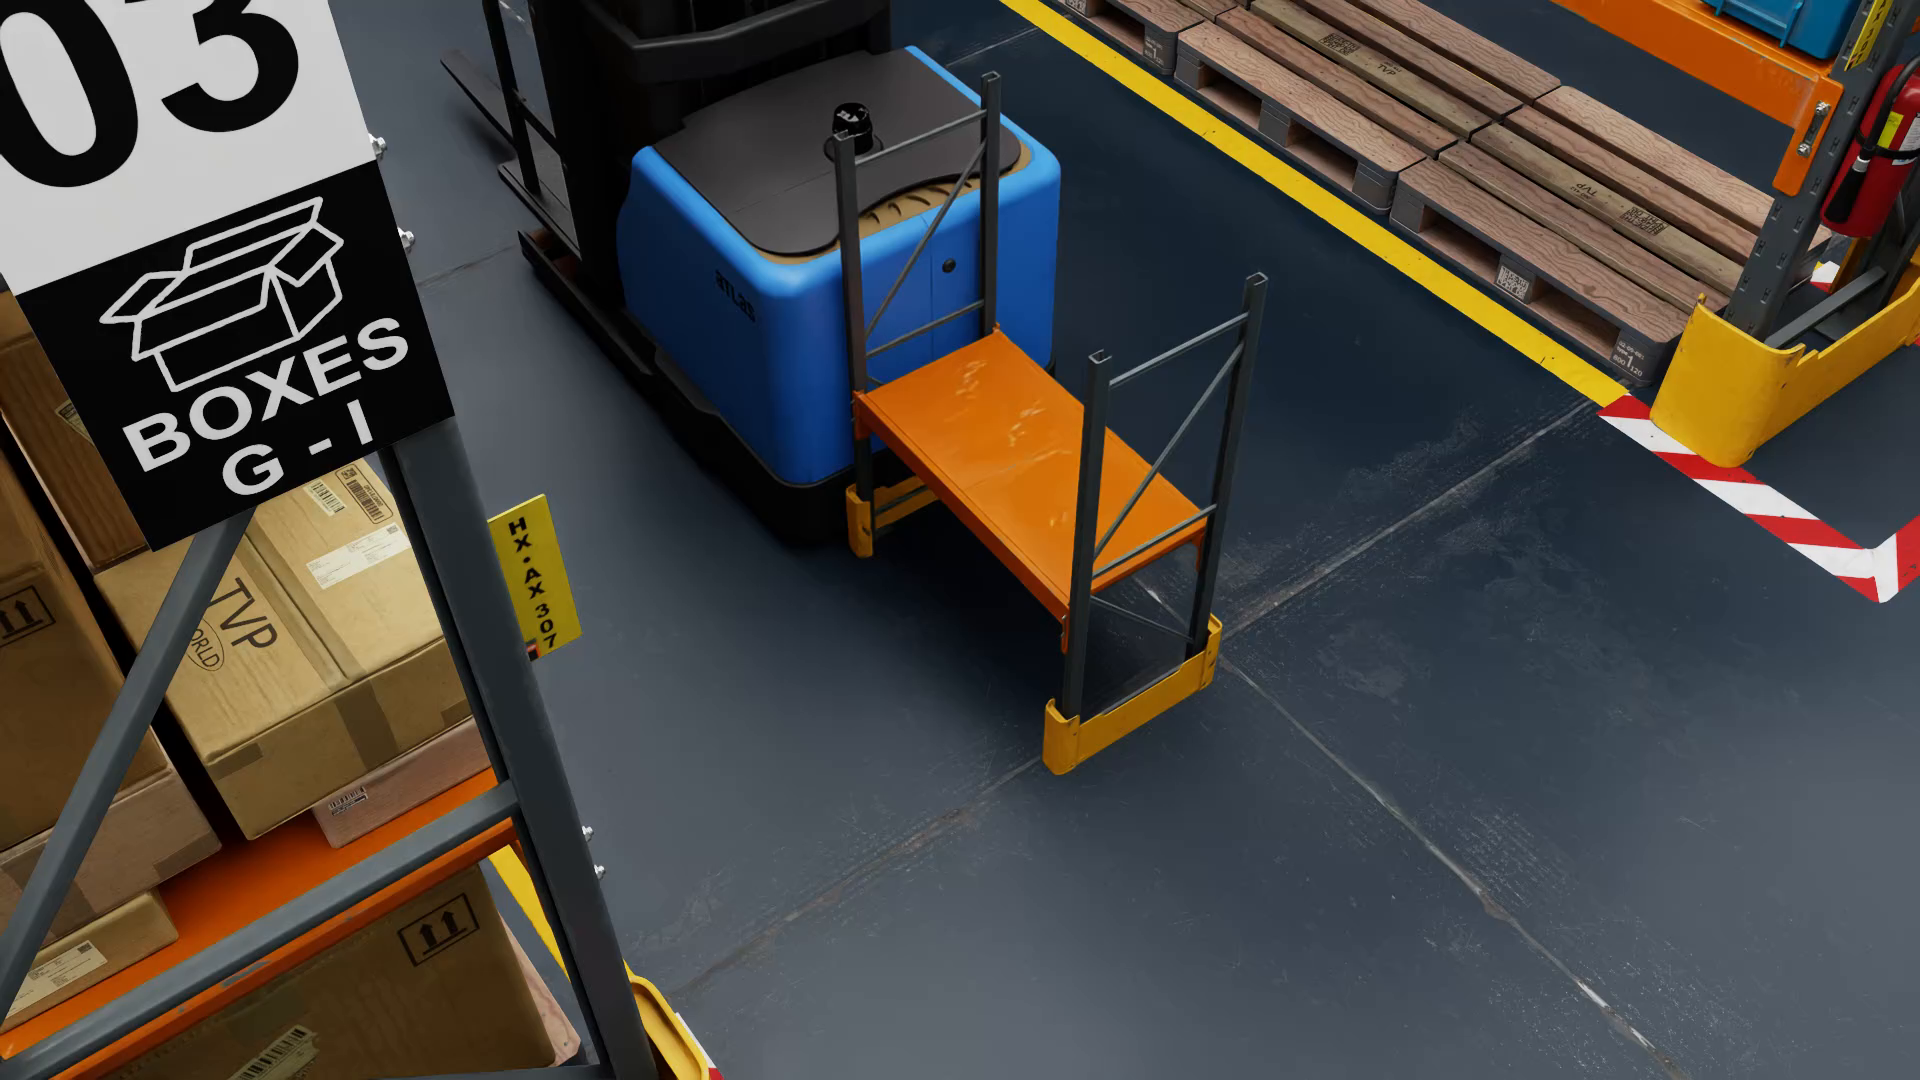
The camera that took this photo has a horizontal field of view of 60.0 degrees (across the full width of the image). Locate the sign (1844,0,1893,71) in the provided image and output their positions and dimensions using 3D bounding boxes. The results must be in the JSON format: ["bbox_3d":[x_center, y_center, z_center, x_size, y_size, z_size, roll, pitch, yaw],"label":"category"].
[{"bbox_3d":[2.422,-1.393,4.378,0.100,0.325,0.005,-29,54,-24],"label":"sign"}]

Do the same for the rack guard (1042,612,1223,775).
[{"bbox_3d":[0.487,0.429,4.692,0.587,0.250,0.087,-28,54,-23],"label":"rack guard"}]

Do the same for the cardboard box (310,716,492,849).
[{"bbox_3d":[-1.044,0.354,3.074,0.380,0.149,0.250,-29,54,-24],"label":"cardboard box"}]

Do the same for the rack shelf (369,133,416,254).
[{"bbox_3d":[-2.303,-1.318,2.881,1.077,0.370,4.000,-29,54,-24],"label":"rack shelf"}]

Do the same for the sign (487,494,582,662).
[{"bbox_3d":[-0.647,0.064,2.529,0.100,0.325,0.005,-29,54,-24],"label":"sign"}]

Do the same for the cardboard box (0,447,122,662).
[{"bbox_3d":[-1.903,0.111,3.025,0.500,0.250,0.500,-30,55,-25],"label":"cardboard box"}]

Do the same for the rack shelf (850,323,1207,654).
[{"bbox_3d":[0.191,-0.175,4.639,0.538,0.185,1.000,-28,54,-23],"label":"rack shelf"}]

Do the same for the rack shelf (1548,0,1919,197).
[{"bbox_3d":[1.639,-2.533,6.007,1.077,0.370,4.000,-29,54,-24],"label":"rack shelf"}]

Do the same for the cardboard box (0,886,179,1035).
[{"bbox_3d":[-1.570,0.649,2.807,0.380,0.149,0.250,-28,54,-23],"label":"cardboard box"}]

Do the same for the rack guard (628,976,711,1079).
[{"bbox_3d":[-1.077,1.481,3.570,1.175,0.500,0.348,-29,54,-24],"label":"rack guard"}]

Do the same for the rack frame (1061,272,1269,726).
[{"bbox_3d":[0.487,0.010,4.228,0.500,1.500,0.032,-28,54,-23],"label":"rack frame"}]

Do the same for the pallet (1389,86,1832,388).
[{"bbox_3d":[2.381,-1.162,6.161,1.003,0.211,1.213,-29,54,-24],"label":"pallet"}]

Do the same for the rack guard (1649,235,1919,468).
[{"bbox_3d":[2.875,-0.747,5.590,1.175,0.500,0.348,-29,54,-24],"label":"rack guard"}]

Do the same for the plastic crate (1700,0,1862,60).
[{"bbox_3d":[2.498,-1.741,4.739,0.616,0.435,0.499,-29,54,-24],"label":"plastic crate"}]

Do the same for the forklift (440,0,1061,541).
[{"bbox_3d":[-0.956,-2.039,5.120,1.130,2.935,3.031,-28,54,-23],"label":"forklift"}]

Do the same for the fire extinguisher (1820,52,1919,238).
[{"bbox_3d":[2.580,-1.151,4.573,0.296,0.674,0.183,-29,54,-24],"label":"fire extinguisher"}]

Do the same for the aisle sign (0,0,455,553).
[{"bbox_3d":[-0.810,-0.338,1.777,0.394,0.787,0.004,-29,54,-24],"label":"aisle sign"}]

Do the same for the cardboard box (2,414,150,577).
[{"bbox_3d":[-1.488,-0.130,3.244,0.500,0.250,0.500,-30,54,-24],"label":"cardboard box"}]

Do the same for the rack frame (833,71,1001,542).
[{"bbox_3d":[-0.105,-0.602,4.784,0.500,1.500,0.032,-28,54,-23],"label":"rack frame"}]

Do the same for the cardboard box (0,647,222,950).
[{"bbox_3d":[-1.597,0.411,2.754,0.500,0.250,0.500,-30,55,-25],"label":"cardboard box"}]

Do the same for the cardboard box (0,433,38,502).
[{"bbox_3d":[-2.212,-0.189,3.297,0.500,0.250,0.500,-31,55,-25],"label":"cardboard box"}]

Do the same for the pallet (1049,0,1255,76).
[{"bbox_3d":[0.904,-2.601,7.465,1.003,0.211,1.213,-29,54,-24],"label":"pallet"}]

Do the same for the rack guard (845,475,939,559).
[{"bbox_3d":[-0.094,-0.171,5.236,0.587,0.250,0.087,-28,54,-23],"label":"rack guard"}]

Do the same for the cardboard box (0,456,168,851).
[{"bbox_3d":[-1.596,0.156,2.478,0.500,0.500,0.500,-29,54,-24],"label":"cardboard box"}]

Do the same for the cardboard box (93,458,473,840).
[{"bbox_3d":[-1.168,0.173,2.969,0.500,0.250,0.500,-31,55,-25],"label":"cardboard box"}]

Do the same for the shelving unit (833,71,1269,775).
[{"bbox_3d":[0.196,-0.290,4.501,0.587,1.500,1.083,-28,54,-23],"label":"shelving unit"}]

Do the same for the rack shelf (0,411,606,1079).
[{"bbox_3d":[-2.303,-0.311,3.993,1.077,0.370,4.000,-29,54,-24],"label":"rack shelf"}]

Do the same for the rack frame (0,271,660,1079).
[{"bbox_3d":[-1.095,0.628,2.656,0.949,2.616,0.053,-29,54,-24],"label":"rack frame"}]

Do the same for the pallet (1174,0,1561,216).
[{"bbox_3d":[1.647,-1.881,6.813,1.003,0.211,1.213,-29,54,-24],"label":"pallet"}]

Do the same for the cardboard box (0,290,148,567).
[{"bbox_3d":[-1.470,-0.373,2.958,0.500,0.500,0.500,-31,55,-25],"label":"cardboard box"}]

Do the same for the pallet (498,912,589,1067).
[{"bbox_3d":[-1.638,1.127,4.086,1.003,0.211,1.213,-29,54,-24],"label":"pallet"}]

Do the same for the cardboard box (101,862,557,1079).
[{"bbox_3d":[-1.543,0.858,3.598,0.875,0.875,0.875,-29,54,-24],"label":"cardboard box"}]

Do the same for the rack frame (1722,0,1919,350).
[{"bbox_3d":[2.850,-1.595,4.671,1.000,3.000,0.127,-29,54,-24],"label":"rack frame"}]
